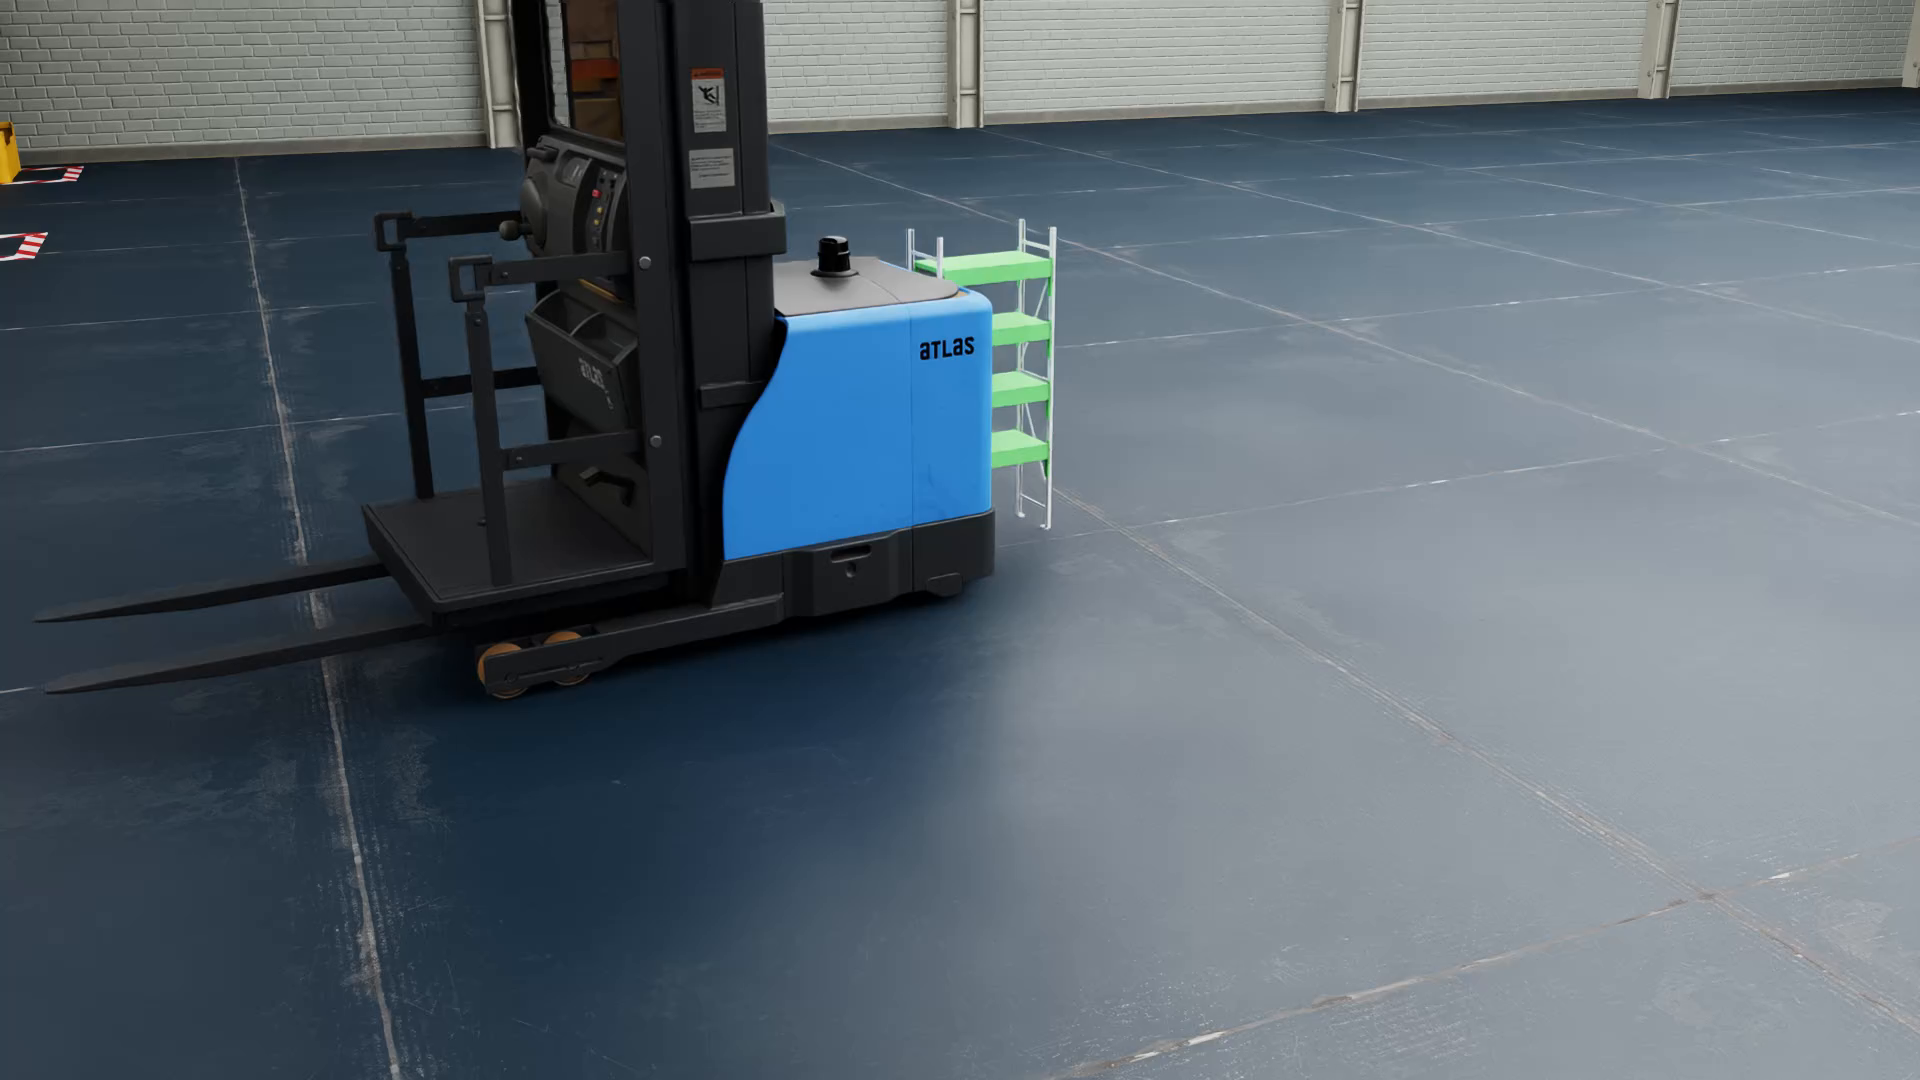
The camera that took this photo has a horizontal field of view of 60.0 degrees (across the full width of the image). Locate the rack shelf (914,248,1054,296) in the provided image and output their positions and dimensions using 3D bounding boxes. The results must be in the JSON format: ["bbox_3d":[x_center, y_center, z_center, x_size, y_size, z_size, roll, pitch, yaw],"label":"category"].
[{"bbox_3d":[0.083,-0.993,6.284,0.480,0.148,0.258,-11,22,-28],"label":"rack shelf"}]

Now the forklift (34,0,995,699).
[{"bbox_3d":[-1.409,-1.094,5.215,3.031,2.935,1.130,-11,22,-28],"label":"forklift"}]

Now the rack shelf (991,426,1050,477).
[{"bbox_3d":[0.083,-0.314,6.523,0.480,0.148,0.258,-11,22,-28],"label":"rack shelf"}]

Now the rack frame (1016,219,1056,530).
[{"bbox_3d":[0.295,-0.641,6.537,0.015,1.200,0.240,-11,22,-28],"label":"rack frame"}]

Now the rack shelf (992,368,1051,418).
[{"bbox_3d":[0.083,-0.541,6.443,0.480,0.148,0.258,-11,22,-28],"label":"rack shelf"}]

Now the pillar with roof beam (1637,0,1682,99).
[{"bbox_3d":[12.795,-10.014,21.414,0.400,9.000,9.100,-8,21,-22],"label":"pillar with roof beam"}]

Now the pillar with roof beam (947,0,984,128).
[{"bbox_3d":[1.777,-8.436,16.931,0.400,9.000,9.100,-8,21,-22],"label":"pillar with roof beam"}]

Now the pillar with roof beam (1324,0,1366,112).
[{"bbox_3d":[7.286,-9.225,19.173,0.400,9.000,9.100,-8,21,-22],"label":"pillar with roof beam"}]

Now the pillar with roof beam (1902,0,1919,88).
[{"bbox_3d":[18.304,-10.804,23.656,0.400,9.000,9.100,-8,21,-22],"label":"pillar with roof beam"}]

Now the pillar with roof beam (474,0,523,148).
[{"bbox_3d":[-3.733,-7.646,14.689,0.400,9.000,9.100,-8,21,-22],"label":"pillar with roof beam"}]

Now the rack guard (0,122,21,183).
[{"bbox_3d":[-9.929,-3.981,17.076,0.348,0.500,1.175,-8,21,-22],"label":"rack guard"}]

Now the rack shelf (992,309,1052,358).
[{"bbox_3d":[0.083,-0.767,6.363,0.480,0.148,0.258,-11,22,-28],"label":"rack shelf"}]

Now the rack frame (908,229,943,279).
[{"bbox_3d":[-0.128,-0.560,6.307,0.015,1.200,0.240,-11,22,-28],"label":"rack frame"}]

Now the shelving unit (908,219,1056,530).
[{"bbox_3d":[0.083,-0.601,6.422,0.503,1.200,0.258,-11,22,-28],"label":"shelving unit"}]
